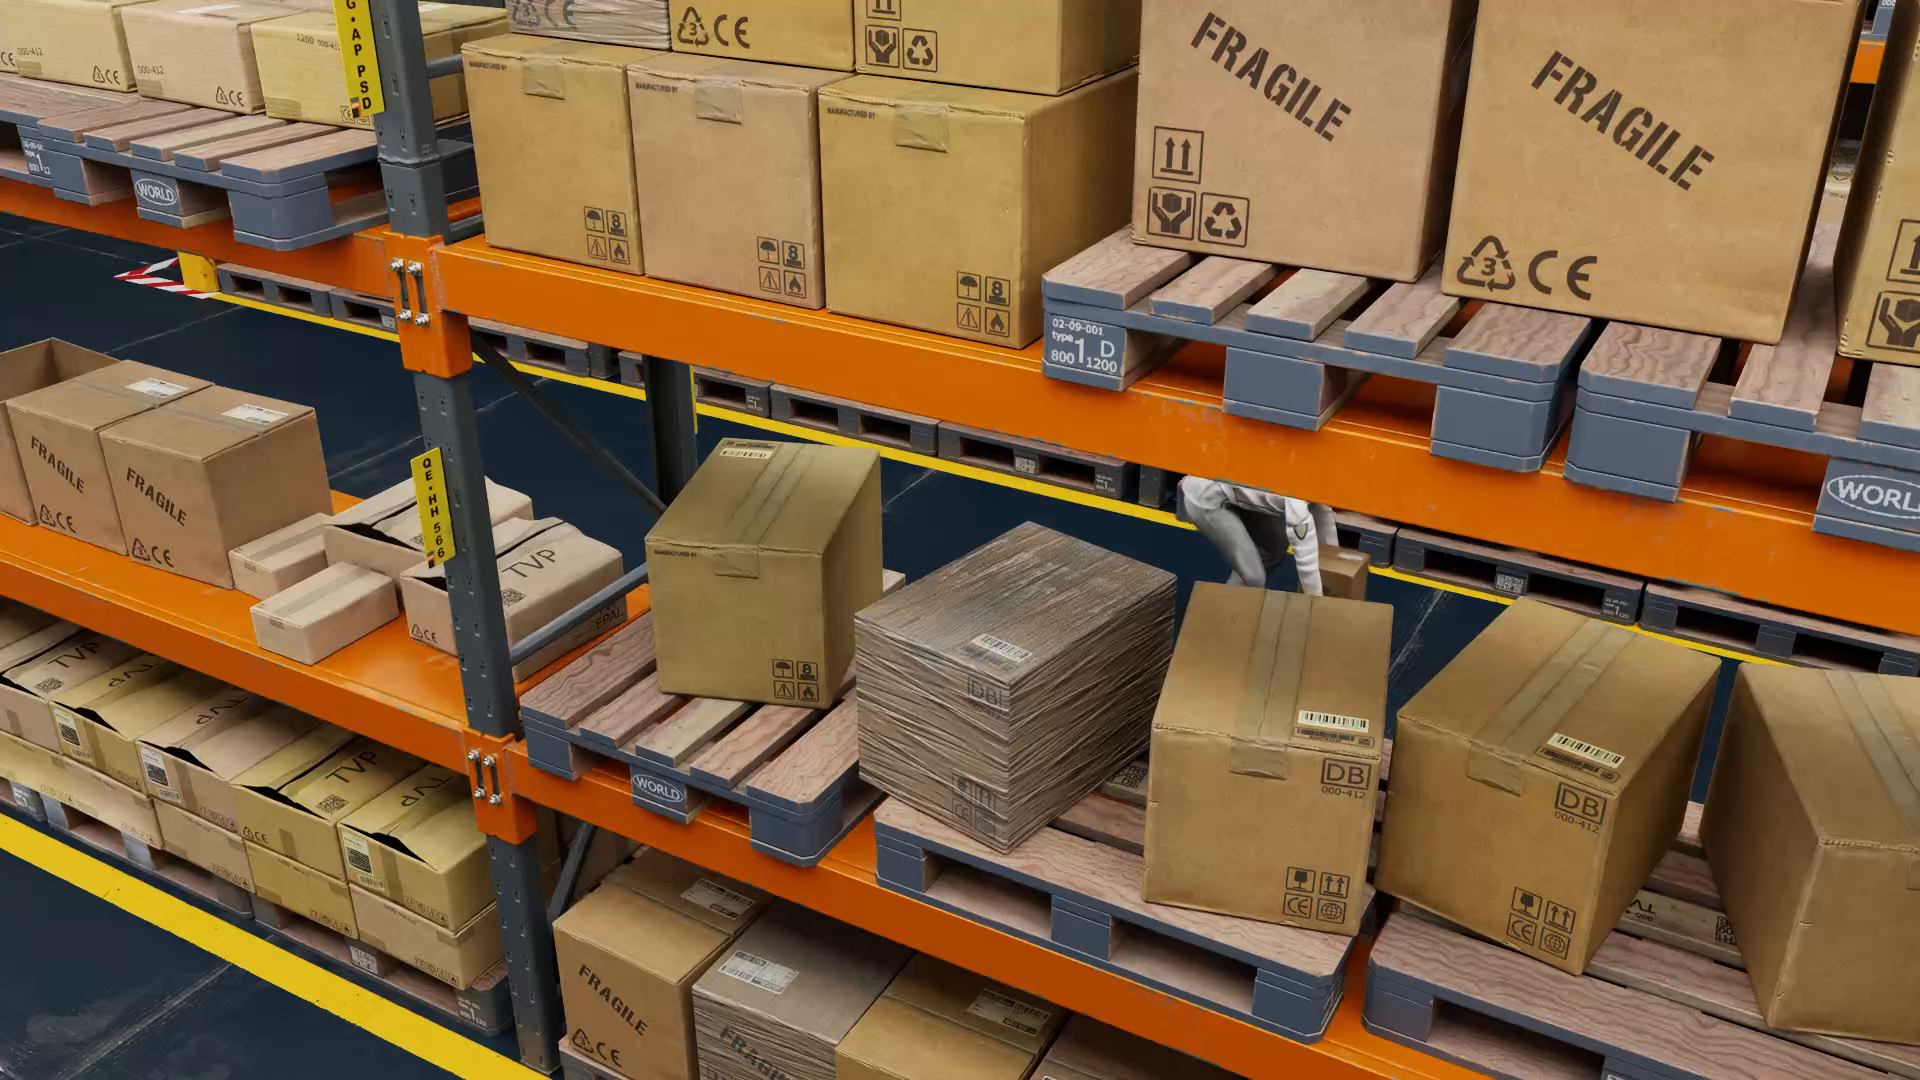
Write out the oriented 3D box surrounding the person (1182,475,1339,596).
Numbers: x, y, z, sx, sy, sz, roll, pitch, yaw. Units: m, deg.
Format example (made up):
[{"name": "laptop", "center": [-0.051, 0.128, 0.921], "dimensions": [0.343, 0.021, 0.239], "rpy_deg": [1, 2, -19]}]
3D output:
[{"name": "person", "center": [1.479, 0.022, 7.741], "dimensions": [0.920, 1.065, 0.455], "rpy_deg": [13, 29, 24]}]
